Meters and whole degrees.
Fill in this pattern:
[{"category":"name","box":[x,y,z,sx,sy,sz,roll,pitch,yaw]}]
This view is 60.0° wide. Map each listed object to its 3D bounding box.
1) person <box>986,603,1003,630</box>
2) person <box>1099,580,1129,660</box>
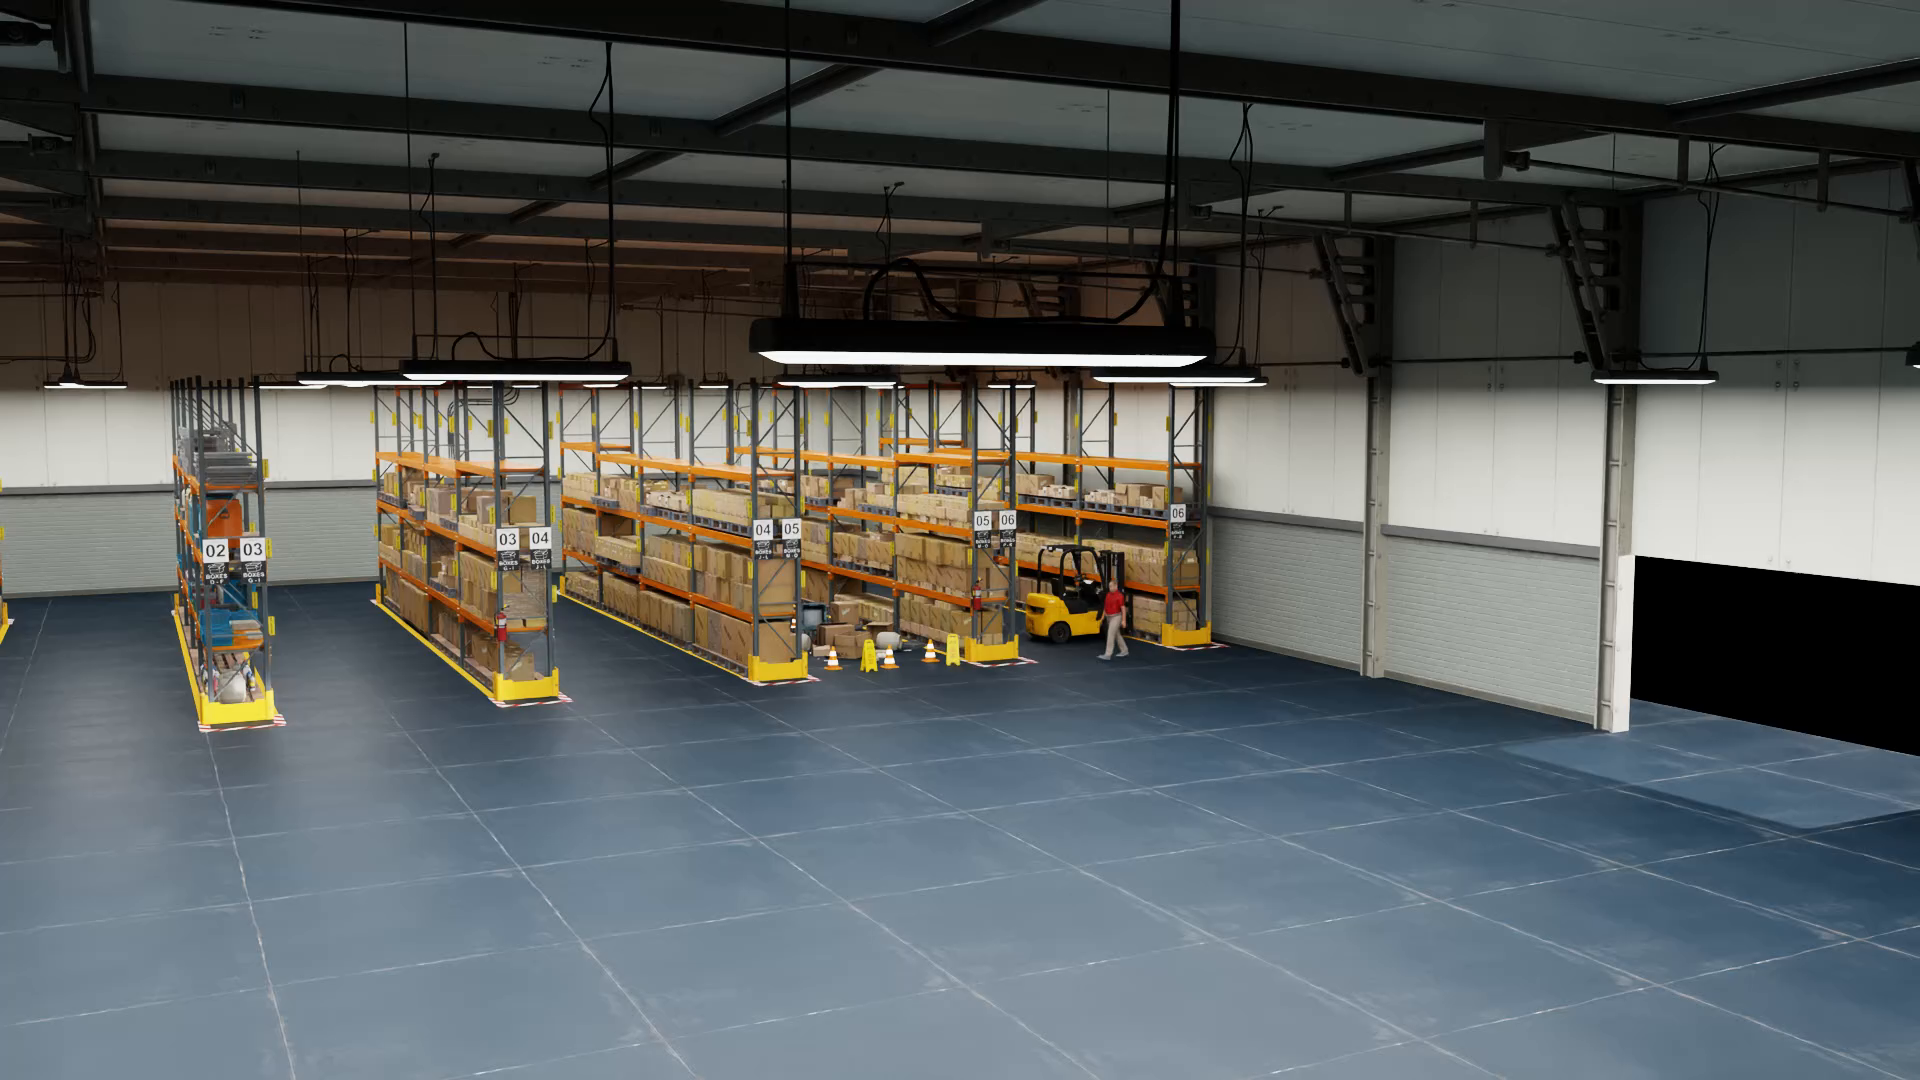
[{"category":"person","box":[0.836,1.374,40.180,0.609,1.573,0.700,-2,6,-26]},{"category":"person","box":[3.284,1.709,35.695,0.882,1.702,0.543,-2,5,-22]}]
